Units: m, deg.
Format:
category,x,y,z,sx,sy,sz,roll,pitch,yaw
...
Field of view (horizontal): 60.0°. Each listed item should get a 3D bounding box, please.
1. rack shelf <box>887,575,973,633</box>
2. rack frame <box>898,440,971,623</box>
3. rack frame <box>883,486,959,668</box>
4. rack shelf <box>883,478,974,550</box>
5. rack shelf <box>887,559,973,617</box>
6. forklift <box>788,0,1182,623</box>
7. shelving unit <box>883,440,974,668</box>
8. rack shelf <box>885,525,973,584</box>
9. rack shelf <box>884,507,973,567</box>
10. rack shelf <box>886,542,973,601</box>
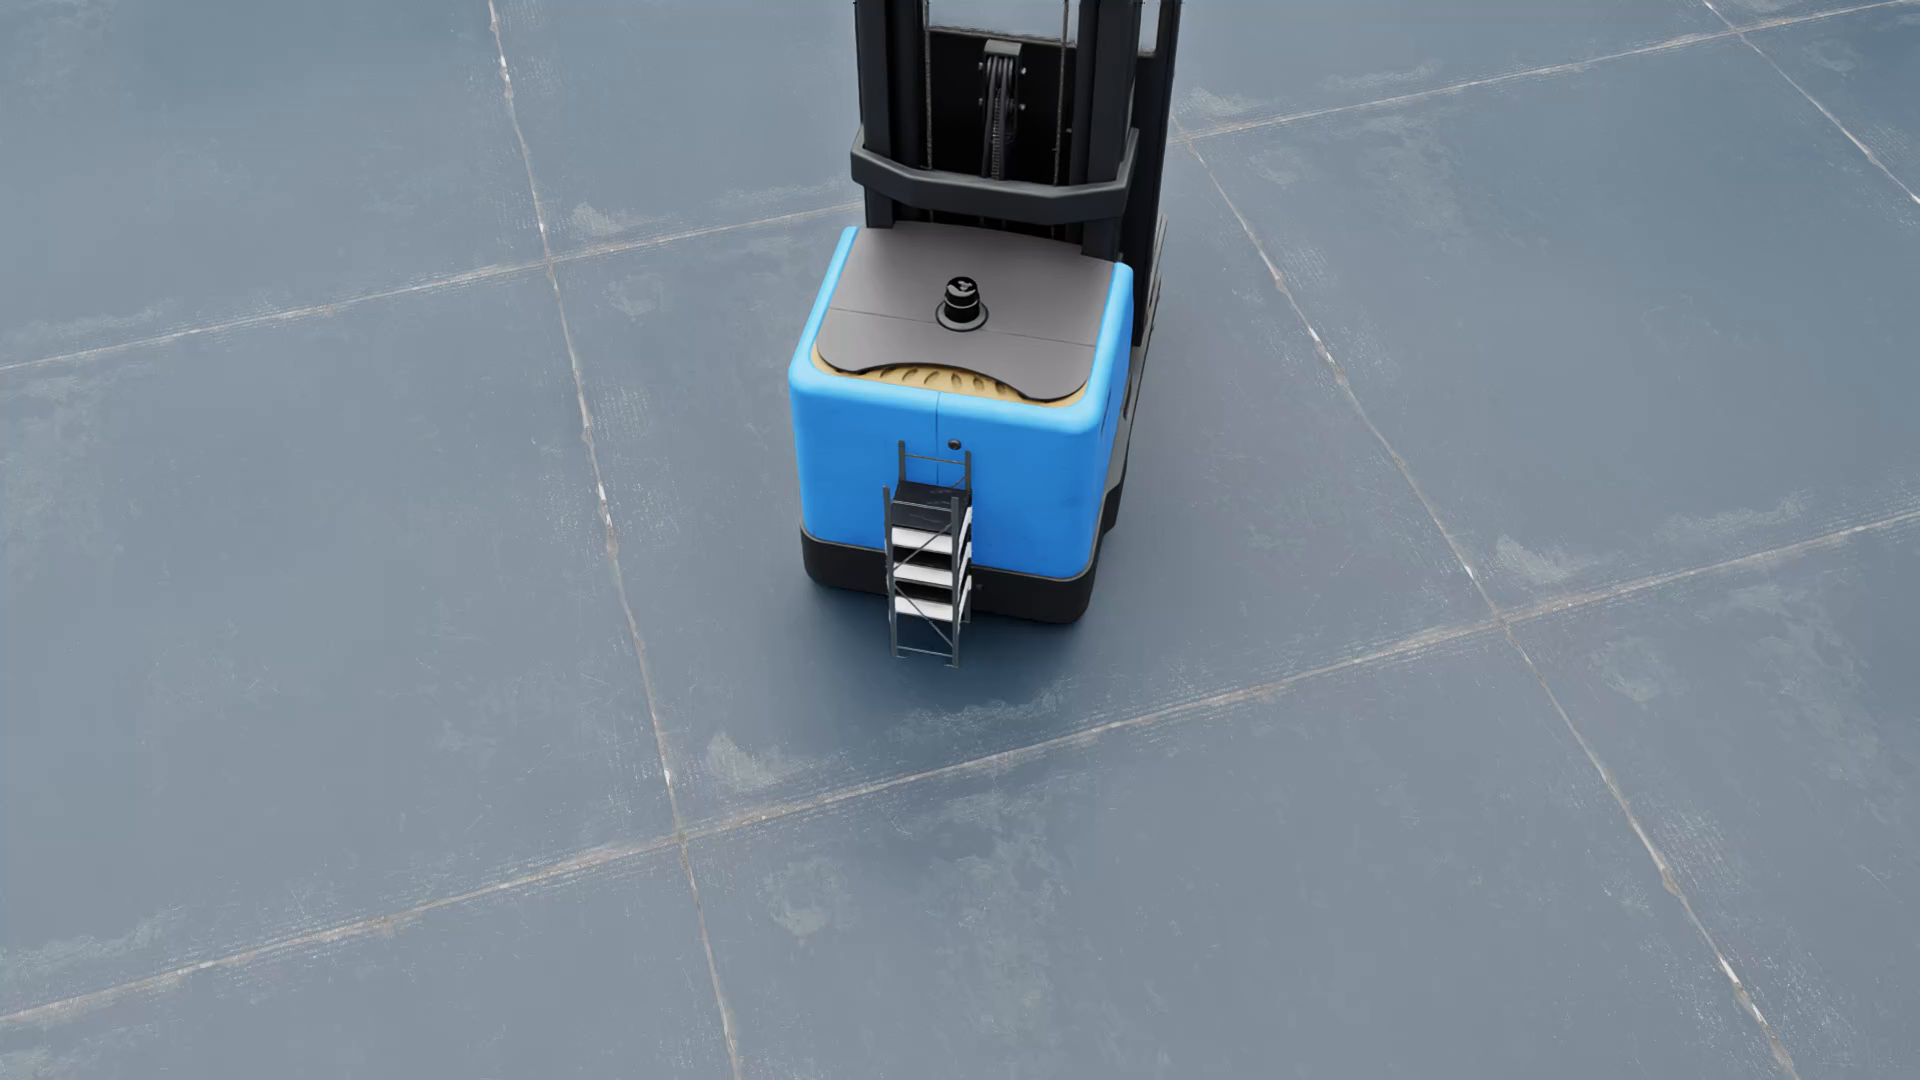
category,x,y,z,sx,sy,sz,roll,pitch,yaw
rack shelf,-0.102,0.203,5.769,0.258,0.077,0.200,9,50,8
rack frame,-0.081,-0.011,5.670,0.240,0.900,0.006,9,50,8
rack frame,-0.123,0.141,5.542,0.240,0.900,0.006,9,50,8
rack shelf,-0.102,-0.087,5.425,0.258,0.077,0.200,9,50,8
rack shelf,-0.102,0.145,5.701,0.258,0.077,0.200,9,50,8
forklift,0.237,-1.803,5.853,1.130,2.935,3.031,9,50,8
shelving unit,-0.102,0.065,5.606,0.258,0.900,0.210,9,50,8
rack shelf,-0.102,0.029,5.563,0.258,0.077,0.200,9,50,8
rack shelf,-0.102,-0.029,5.494,0.258,0.077,0.200,9,50,8
rack shelf,-0.102,0.087,5.632,0.258,0.077,0.200,9,50,8
